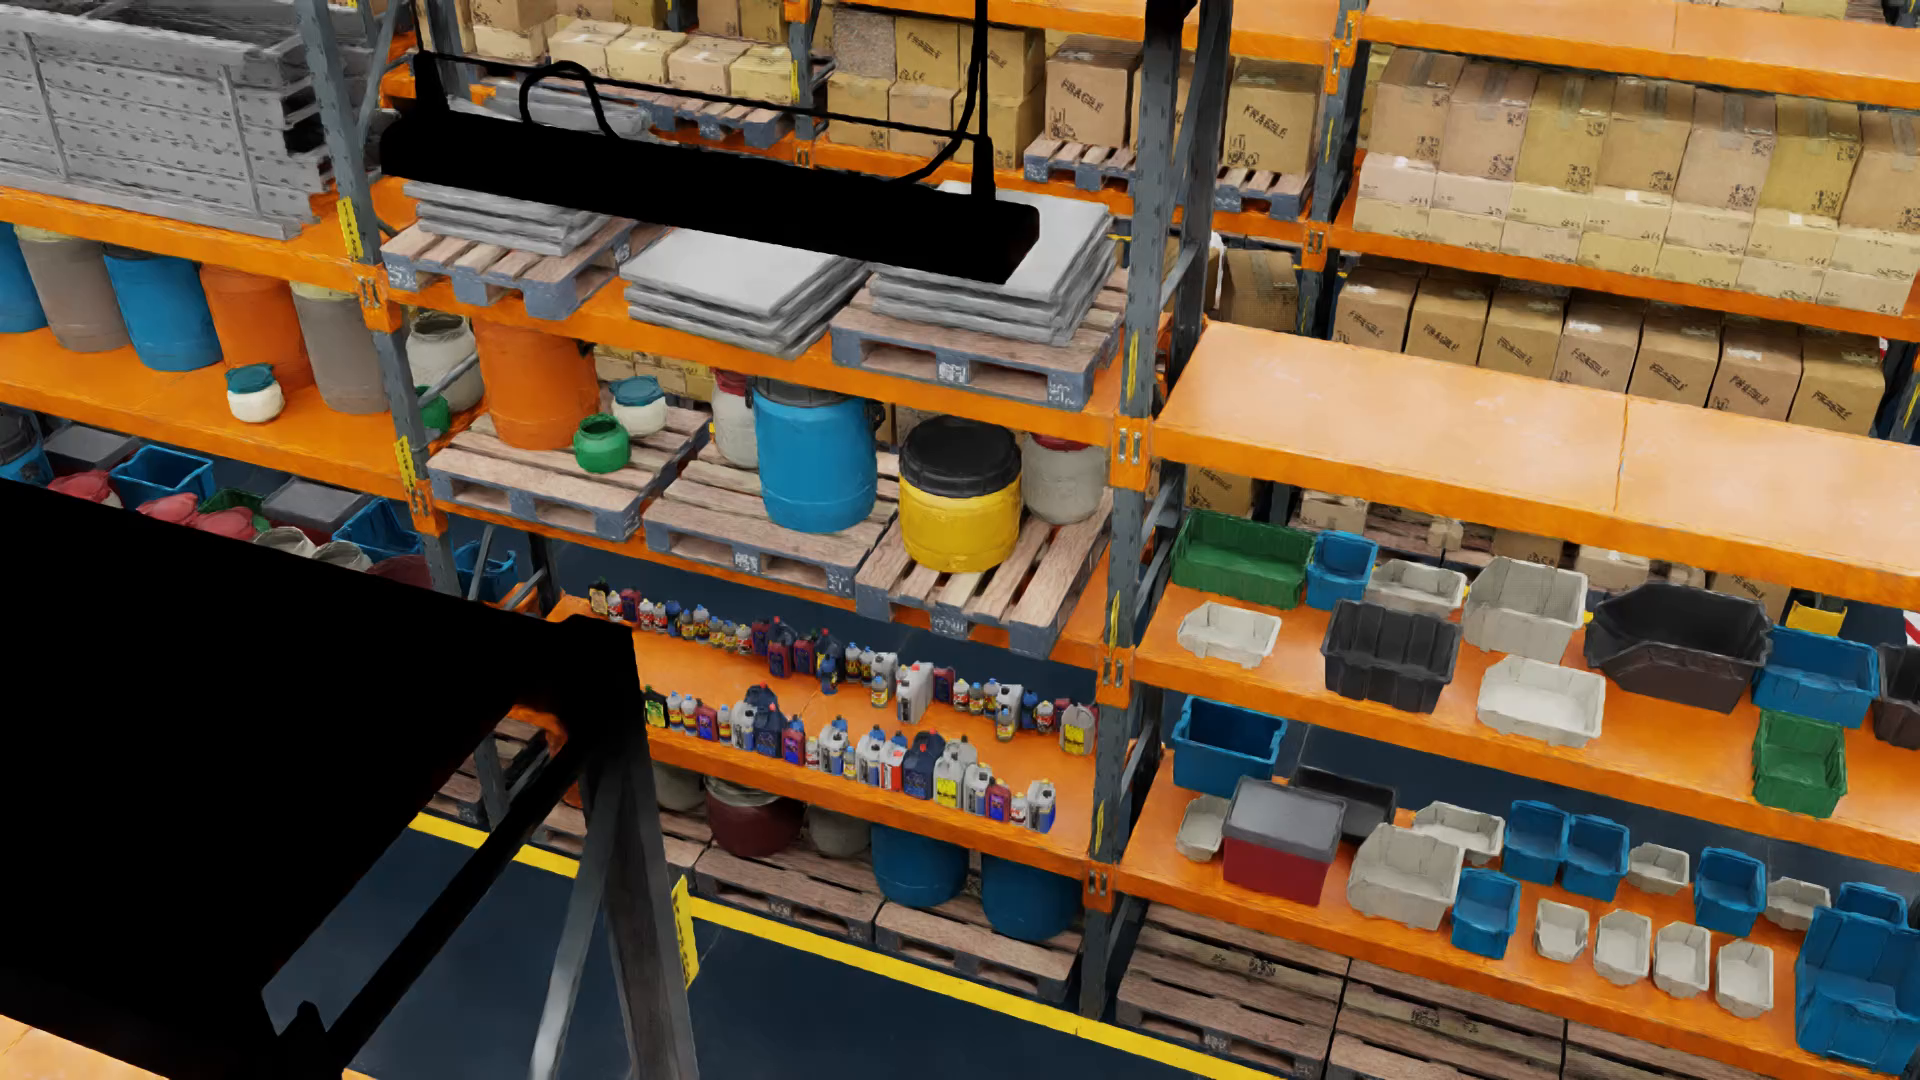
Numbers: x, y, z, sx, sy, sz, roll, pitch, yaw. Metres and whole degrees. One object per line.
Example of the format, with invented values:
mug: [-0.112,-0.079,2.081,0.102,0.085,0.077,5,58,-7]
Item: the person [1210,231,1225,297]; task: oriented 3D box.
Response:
person: [2.170,-2.125,14.824,0.549,1.734,0.702,12,38,15]
